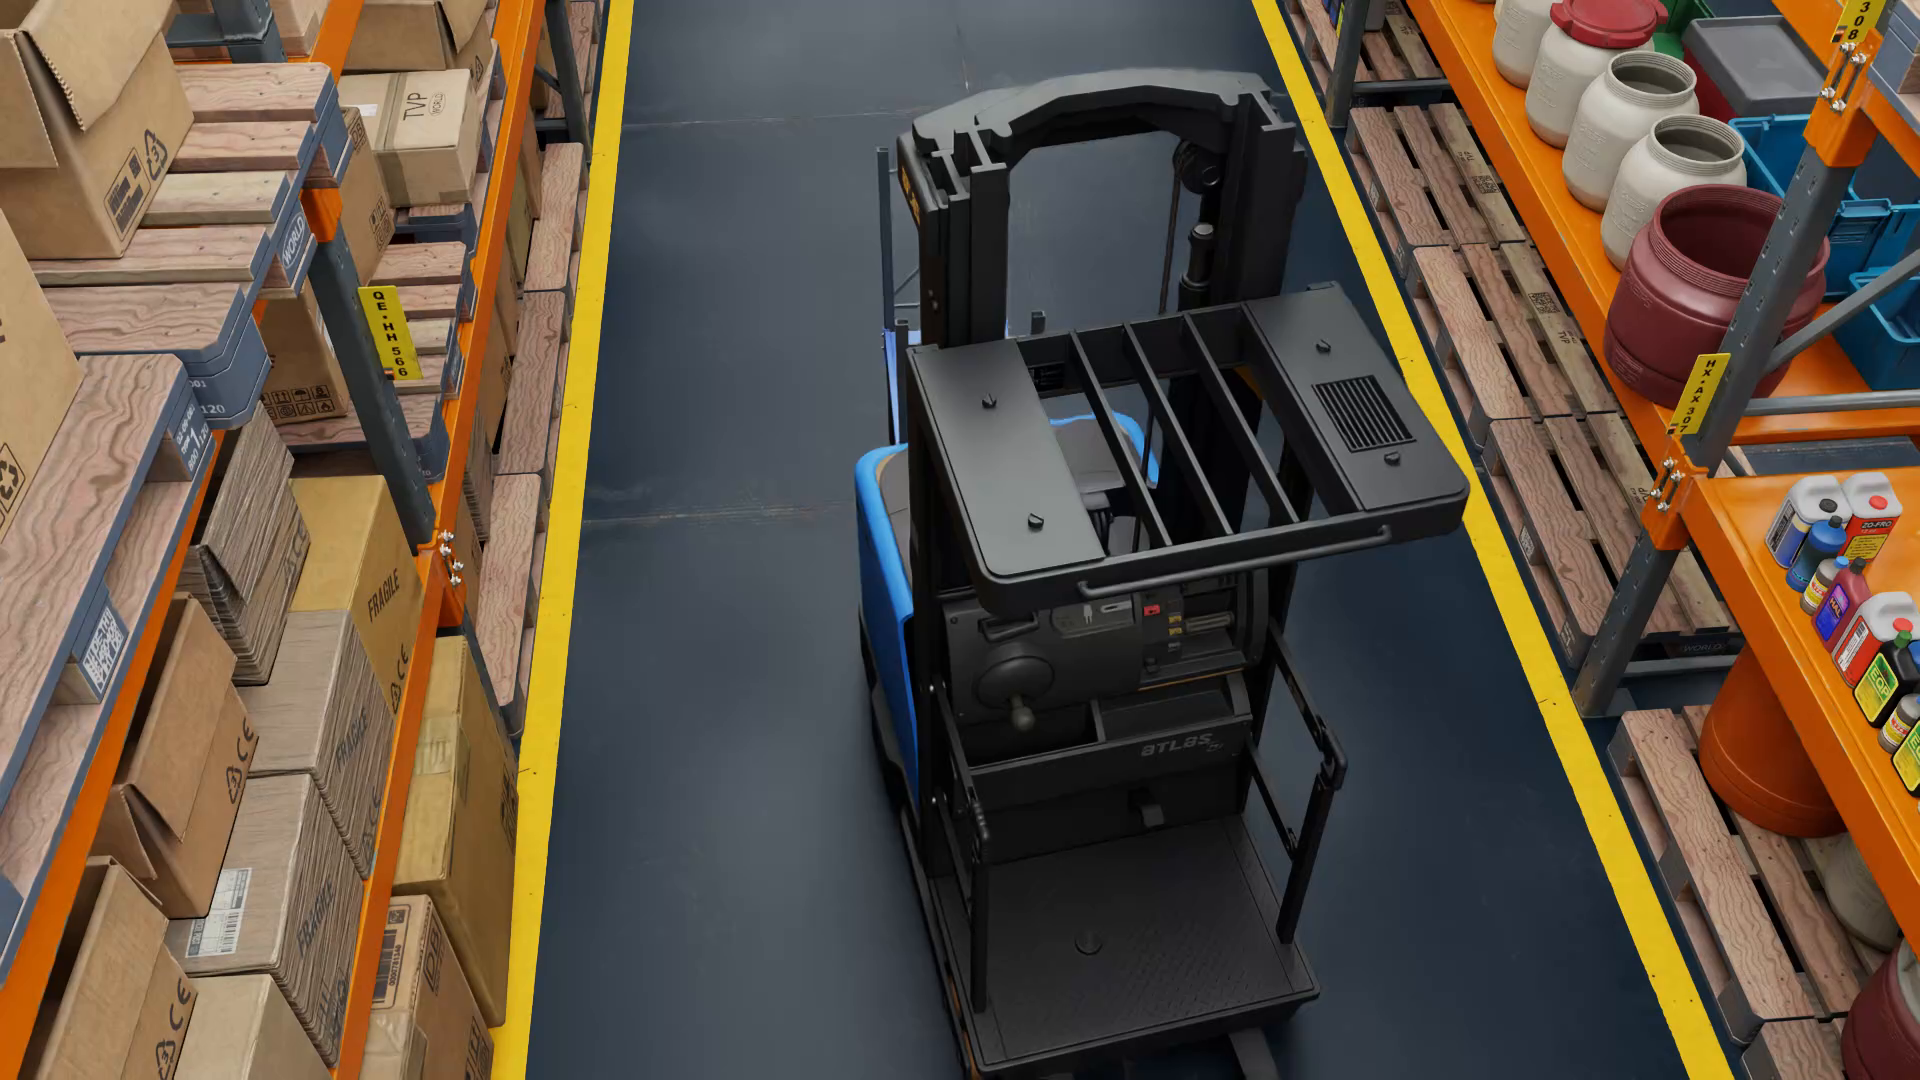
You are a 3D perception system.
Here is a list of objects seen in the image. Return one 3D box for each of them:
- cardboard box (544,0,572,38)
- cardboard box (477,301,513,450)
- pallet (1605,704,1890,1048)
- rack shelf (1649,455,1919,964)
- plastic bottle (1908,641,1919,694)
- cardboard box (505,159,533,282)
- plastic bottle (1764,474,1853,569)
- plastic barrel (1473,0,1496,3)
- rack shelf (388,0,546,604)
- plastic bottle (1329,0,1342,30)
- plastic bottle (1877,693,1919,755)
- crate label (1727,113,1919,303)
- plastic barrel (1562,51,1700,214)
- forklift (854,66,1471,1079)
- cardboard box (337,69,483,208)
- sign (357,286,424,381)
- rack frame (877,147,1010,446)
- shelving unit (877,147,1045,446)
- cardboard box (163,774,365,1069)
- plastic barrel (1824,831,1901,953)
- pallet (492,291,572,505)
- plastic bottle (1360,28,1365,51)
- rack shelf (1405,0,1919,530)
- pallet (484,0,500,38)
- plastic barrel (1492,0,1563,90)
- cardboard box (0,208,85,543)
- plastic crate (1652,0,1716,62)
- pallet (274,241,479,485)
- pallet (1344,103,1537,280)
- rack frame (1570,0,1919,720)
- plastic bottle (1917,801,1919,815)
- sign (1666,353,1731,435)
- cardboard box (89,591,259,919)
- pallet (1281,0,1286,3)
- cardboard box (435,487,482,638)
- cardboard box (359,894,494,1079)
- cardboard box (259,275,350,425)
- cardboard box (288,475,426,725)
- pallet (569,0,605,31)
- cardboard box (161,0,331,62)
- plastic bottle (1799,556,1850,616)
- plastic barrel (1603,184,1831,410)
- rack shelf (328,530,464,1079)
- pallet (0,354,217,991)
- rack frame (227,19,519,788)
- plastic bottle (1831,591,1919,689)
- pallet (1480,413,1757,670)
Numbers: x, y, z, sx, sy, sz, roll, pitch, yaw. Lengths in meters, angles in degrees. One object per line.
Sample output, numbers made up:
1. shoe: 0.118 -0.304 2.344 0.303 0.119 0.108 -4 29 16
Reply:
1. cardboard box: -2.495 -3.014 9.107 0.500 0.500 0.500 10 47 9
2. cardboard box: -2.300 -0.715 6.916 0.700 0.500 0.500 0 47 0
3. pallet: 2.932 1.097 5.702 1.003 0.211 1.213 -3 47 -3
4. rack shelf: 2.992 1.264 4.119 1.077 0.370 4.000 -3 47 -3
5. plastic bottle: 2.621 0.364 4.565 0.097 0.271 0.097 0 47 0
6. cardboard box: -2.395 -1.523 7.682 0.700 0.500 0.500 -4 47 -4
7. plastic bottle: 2.539 -0.055 4.958 0.152 0.276 0.135 -3 47 -3
8. plastic barrel: 2.351 -2.665 7.251 0.433 0.535 0.433 0 47 0
9. rack shelf: -2.278 -1.329 6.574 1.077 0.370 4.000 -3 47 -3
10. plastic bottle: 2.149 -3.013 9.195 0.144 0.351 0.185 -5 47 -4
11. plastic bottle: 2.571 0.488 4.495 0.097 0.201 0.097 0 47 0
12. crate label: 3.011 -1.177 5.911 0.502 0.435 0.616 -3 47 -3
13. plastic barrel: 2.490 -1.505 6.168 0.421 0.512 0.421 0 47 0
14. forklift: 0.470 0.381 4.507 1.130 2.935 3.031 -10 47 -9
15. cardboard box: -2.022 -1.448 6.006 0.500 0.250 0.500 -5 47 -4
16. sign: -1.558 -0.563 4.556 0.100 0.325 0.005 -3 47 -3
17. rack frame: -0.061 -0.957 6.760 0.500 1.500 0.032 -4 47 -4
18. shelving unit: -0.013 -0.589 6.412 0.538 1.500 1.048 -4 47 -4
19. cardboard box: -1.740 0.915 3.885 0.500 0.500 0.500 -5 47 -5
20. plastic barrel: 3.019 1.037 5.263 0.421 0.512 0.421 0 47 0
21. pallet: -2.274 -0.616 7.325 1.003 0.211 1.213 -3 47 -3
22. plastic bottle: 2.149 -2.757 9.056 0.097 0.201 0.097 0 47 0
23. rack shelf: 2.657 -1.630 6.859 1.077 0.370 4.000 -3 47 -3
24. pallet: -2.527 -2.395 7.221 1.003 0.211 1.213 -3 47 -3
25. plastic barrel: 2.413 -2.134 6.748 0.433 0.535 0.433 0 47 0
26. cardboard box: -1.828 -0.283 2.665 0.500 0.500 0.500 -1 47 -1
27. plastic crate: 2.917 -2.008 6.869 0.450 0.188 0.662 -3 47 -3
28. pallet: -2.277 -0.572 5.495 1.213 0.211 1.003 -3 47 -3
29. pallet: 2.594 -1.799 8.445 1.003 0.211 1.213 -3 47 -3
30. rack frame: 2.825 -0.430 5.228 1.000 3.000 0.127 -3 47 -3
31. plastic bottle: 2.590 0.631 4.312 0.097 0.271 0.097 0 47 0
32. sign: 2.277 -0.448 5.132 0.100 0.325 0.005 -3 47 -3
33. cardboard box: -2.014 0.493 3.594 0.797 0.503 0.637 -3 47 -2
34. pallet: 2.370 -3.738 10.282 1.003 0.211 1.213 -3 47 -3
35. cardboard box: -2.187 0.096 6.148 0.700 0.500 0.500 -6 47 -5
36. cardboard box: -2.007 1.603 4.476 1.225 0.875 0.875 -3 47 -3
37. cardboard box: -2.196 -0.696 5.122 0.500 0.500 0.500 -9 47 -8
38. cardboard box: -1.823 0.179 4.582 0.500 0.500 0.500 -2 47 -2
39. pallet: -2.643 -3.433 9.992 1.003 0.211 1.213 -3 47 -3
40. cardboard box: -1.897 -1.464 4.245 0.500 0.250 0.500 -3 47 -3
41. plastic bottle: 2.529 0.127 4.837 0.097 0.201 0.097 0 47 0
42. plastic barrel: 2.484 -0.794 5.479 0.600 0.536 0.708 -3 47 -3
43. rack shelf: -1.944 1.565 3.833 1.077 0.370 4.000 -3 47 -3
44. pallet: -1.908 0.176 2.718 1.003 0.211 1.213 -2 47 -1
45. rack frame: -2.111 -0.129 4.943 1.000 3.000 0.127 -3 47 -3
46. plastic bottle: 2.577 0.280 4.641 0.152 0.276 0.135 -3 47 -3
47. pallet: 2.798 -0.034 6.773 1.003 0.211 1.213 -3 47 -3
